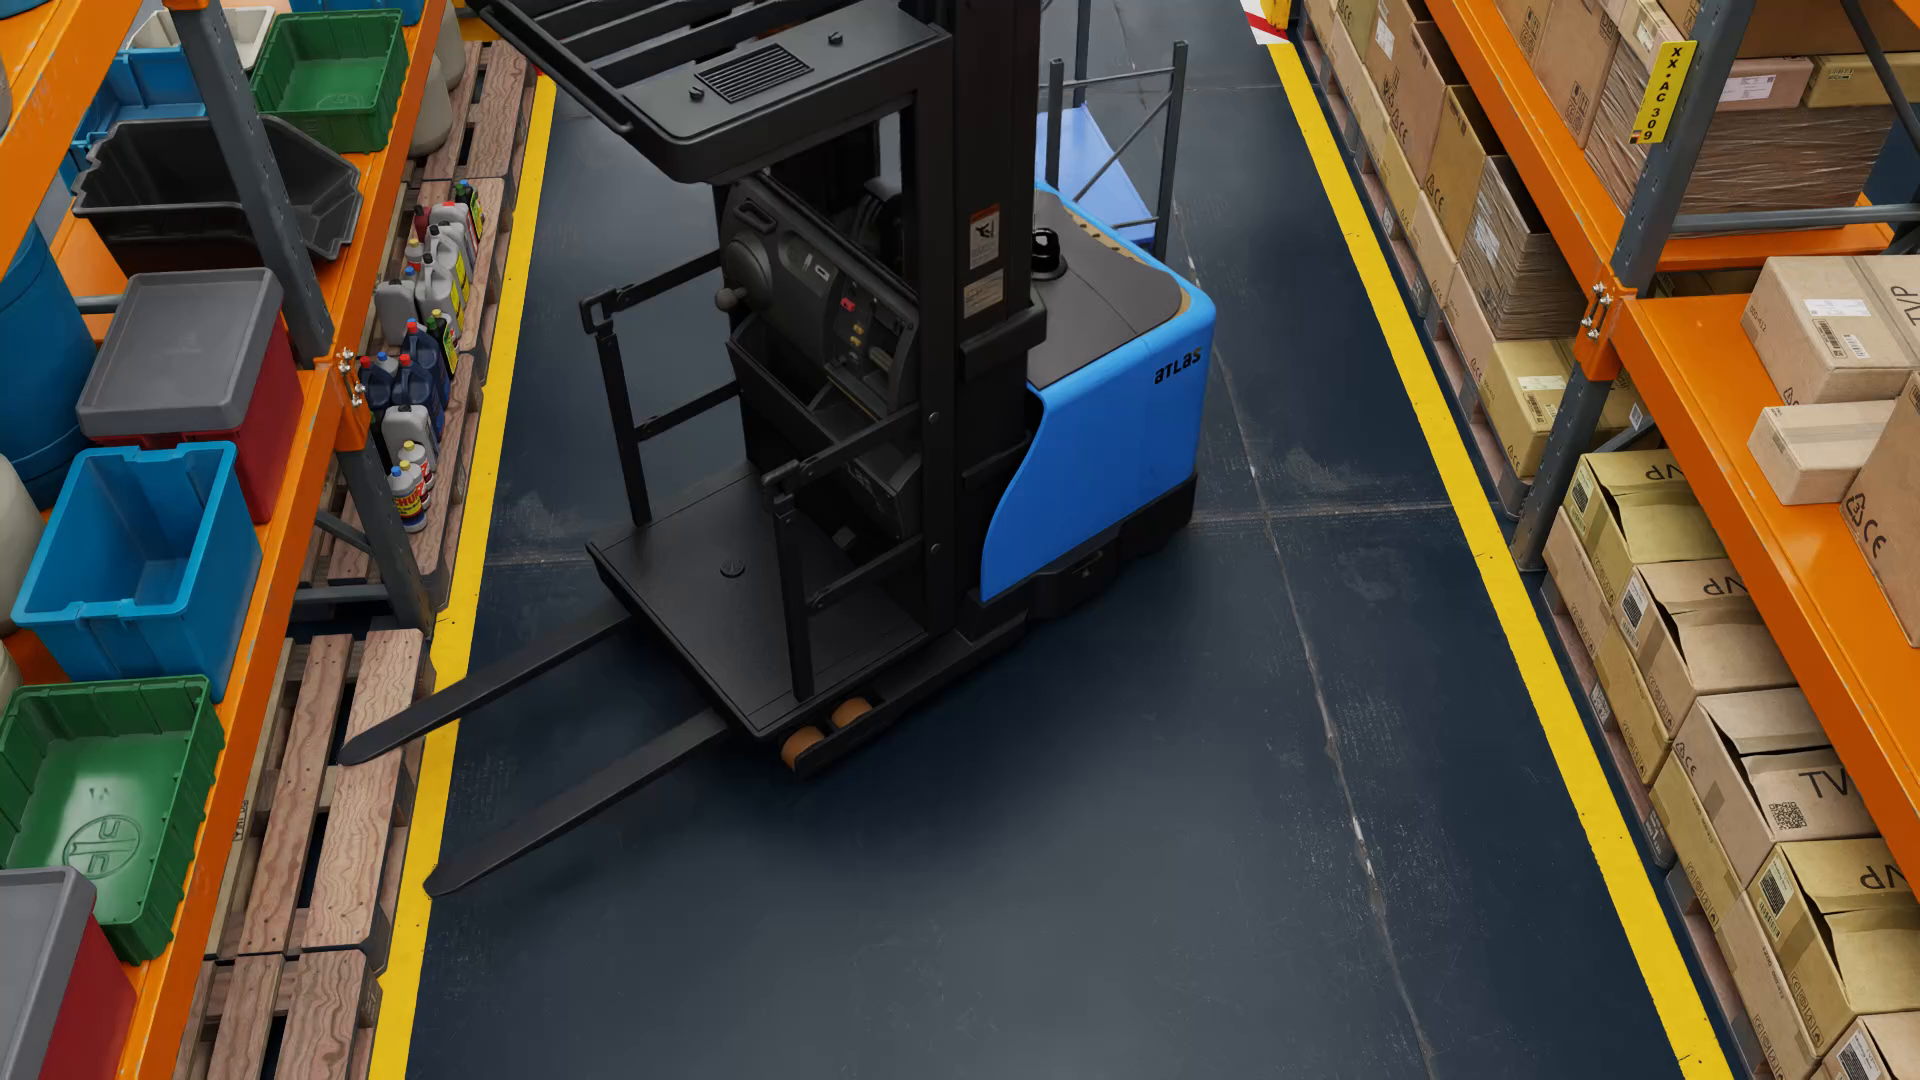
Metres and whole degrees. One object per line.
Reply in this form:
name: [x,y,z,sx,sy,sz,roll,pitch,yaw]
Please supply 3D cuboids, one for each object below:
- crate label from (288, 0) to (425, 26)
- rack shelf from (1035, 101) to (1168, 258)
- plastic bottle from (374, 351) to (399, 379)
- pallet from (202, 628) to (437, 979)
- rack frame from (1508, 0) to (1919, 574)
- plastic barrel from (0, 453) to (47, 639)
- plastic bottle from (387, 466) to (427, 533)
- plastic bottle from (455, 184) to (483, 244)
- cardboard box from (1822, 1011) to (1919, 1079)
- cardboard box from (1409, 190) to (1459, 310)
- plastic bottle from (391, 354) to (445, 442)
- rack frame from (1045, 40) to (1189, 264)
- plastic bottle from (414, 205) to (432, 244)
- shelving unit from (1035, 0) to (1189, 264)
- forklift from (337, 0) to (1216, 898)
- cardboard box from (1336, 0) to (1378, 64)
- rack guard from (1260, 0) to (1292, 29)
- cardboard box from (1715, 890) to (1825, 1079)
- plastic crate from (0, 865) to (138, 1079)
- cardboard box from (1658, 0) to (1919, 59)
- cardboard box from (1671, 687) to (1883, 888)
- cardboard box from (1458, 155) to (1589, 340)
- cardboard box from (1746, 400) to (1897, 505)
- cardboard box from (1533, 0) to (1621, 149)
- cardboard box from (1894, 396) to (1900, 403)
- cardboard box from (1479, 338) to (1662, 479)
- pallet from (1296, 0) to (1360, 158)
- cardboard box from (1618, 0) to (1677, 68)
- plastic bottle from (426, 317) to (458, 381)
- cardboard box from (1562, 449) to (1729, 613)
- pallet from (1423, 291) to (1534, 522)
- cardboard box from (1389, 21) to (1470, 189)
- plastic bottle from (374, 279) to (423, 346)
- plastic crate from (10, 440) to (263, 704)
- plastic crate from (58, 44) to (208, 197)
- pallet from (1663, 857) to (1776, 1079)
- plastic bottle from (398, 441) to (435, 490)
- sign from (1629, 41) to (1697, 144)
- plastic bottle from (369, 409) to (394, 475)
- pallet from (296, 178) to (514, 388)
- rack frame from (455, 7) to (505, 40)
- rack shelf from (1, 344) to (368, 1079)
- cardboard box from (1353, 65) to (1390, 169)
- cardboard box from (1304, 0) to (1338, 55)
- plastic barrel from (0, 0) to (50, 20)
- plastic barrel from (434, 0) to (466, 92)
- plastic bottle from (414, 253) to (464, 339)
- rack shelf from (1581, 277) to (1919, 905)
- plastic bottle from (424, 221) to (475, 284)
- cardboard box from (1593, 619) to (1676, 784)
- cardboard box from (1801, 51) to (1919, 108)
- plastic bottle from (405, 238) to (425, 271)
crate label: [-2.294,-2.275,6.314,0.502,0.435,0.616,-3,47,-3]
rack shelf: [0.423,-1.420,6.809,0.538,0.185,1.000,-11,48,-10]
plastic bottle: [-2.169,-0.604,6.332,0.097,0.271,0.097,0,47,0]
pallet: [-2.278,0.841,5.309,1.003,0.211,1.213,-3,47,-3]
rack frame: [2.554,-0.983,5.115,1.000,3.000,0.127,-3,47,-3]
plastic barrel: [-2.521,-0.025,4.114,0.433,0.535,0.433,0,47,0]
plastic bottle: [-1.972,-0.154,5.906,0.097,0.271,0.097,0,47,0]
plastic bottle: [-2.099,-1.410,7.087,0.061,0.283,0.133,-2,47,-2]
cardboard box: [2.510,1.415,4.062,0.500,0.311,0.500,-4,47,-4]
cardboard box: [2.209,-1.227,6.951,0.500,0.250,0.500,-3,47,-3]
plastic bottle: [-2.037,-0.534,6.211,0.144,0.351,0.185,-2,47,-2]
rack frame: [0.557,-1.187,6.341,0.500,1.500,0.032,-11,48,-10]
plastic bottle: [-2.239,-1.302,6.985,0.061,0.283,0.133,-3,47,-3]
shelving unit: [0.423,-1.543,6.679,0.538,1.500,1.048,-11,48,-10]
forklift: [-0.595,-0.666,4.862,3.031,2.935,1.130,-30,53,-25]
cardboard box: [2.086,-2.570,7.706,0.500,0.500,0.500,-3,47,-3]
rack guard: [2.217,-3.034,8.780,1.175,0.500,0.348,-3,47,-3]
cardboard box: [2.470,1.238,4.616,0.500,0.250,0.500,-3,47,-3]
plastic crate: [-1.878,1.000,3.193,0.402,0.464,0.583,-3,47,-3]
cardboard box: [2.510,-1.784,4.911,0.700,0.500,0.500,-3,47,-3]
cardboard box: [2.421,0.677,4.761,0.500,0.311,0.500,-5,47,-5]
cardboard box: [2.267,-1.124,6.337,0.500,0.500,0.500,-3,47,-3]
cardboard box: [2.424,-0.243,4.587,0.380,0.149,0.250,-3,47,-3]
cardboard box: [2.460,-1.719,5.743,0.700,0.500,0.500,-4,47,-4]
cardboard box: [2.810,-0.311,4.572,0.396,0.266,0.258,-5,47,-4]
cardboard box: [2.297,-0.504,6.266,0.500,0.250,0.500,-3,47,-3]
pallet: [2.325,-2.367,8.346,1.003,0.211,1.213,-3,47,-3]
cardboard box: [2.299,-1.603,5.186,0.380,0.149,0.250,-4,47,-4]
plastic bottle: [-2.025,-0.769,6.480,0.061,0.283,0.133,-2,47,-2]
cardboard box: [2.340,-0.060,5.459,0.500,0.311,0.500,-3,47,-3]
pallet: [2.529,-0.602,6.674,1.003,0.211,1.213,-3,47,-3]
cardboard box: [2.165,-1.846,7.021,0.500,0.500,0.500,-3,47,-3]
plastic bottle: [-2.233,-0.925,6.633,0.152,0.276,0.135,-3,47,-3]
plastic crate: [-1.980,0.101,4.100,0.392,0.384,0.575,-3,47,-3]
plastic crate: [-2.746,-1.417,5.629,0.499,0.251,0.616,-3,47,-3]
pallet: [2.760,1.392,4.787,1.003,0.211,1.213,-3,47,-3]
plastic bottle: [-1.989,-0.278,6.071,0.097,0.201,0.097,0,47,0]
sign: [2.001,-1.273,4.739,0.100,0.325,0.005,-3,47,-3]
plastic bottle: [-2.133,-0.384,6.116,0.061,0.283,0.133,-3,47,-3]
pallet: [-2.502,-1.099,7.145,1.003,0.211,1.213,-3,47,-3]
rack frame: [-2.717,-3.578,7.573,1.000,3.000,0.127,-3,47,-3]
rack shelf: [-2.215,1.010,3.723,1.077,0.370,4.000,-3,47,-3]
cardboard box: [2.129,-1.951,7.636,0.500,0.250,0.500,-3,47,-3]
cardboard box: [2.042,-2.674,8.321,0.500,0.250,0.500,-3,47,-3]
plastic barrel: [-2.124,-1.533,3.225,0.600,0.901,0.708,-3,47,-3]
plastic barrel: [-2.586,-2.396,7.877,0.421,0.512,0.421,0,47,0]
plastic bottle: [-2.088,-0.978,6.632,0.144,0.351,0.185,-4,47,-4]
rack shelf: [2.721,0.712,4.005,1.077,0.370,4.000,-3,47,-3]
plastic bottle: [-2.121,-1.206,6.900,0.152,0.276,0.135,-5,47,-4]
cardboard box: [2.382,0.495,5.319,0.500,0.250,0.500,-2,47,-2]
cardboard box: [2.724,-1.446,5.038,0.380,0.149,0.250,-4,47,-3]
plastic bottle: [-2.244,-1.160,6.907,0.097,0.201,0.097,0,47,0]
